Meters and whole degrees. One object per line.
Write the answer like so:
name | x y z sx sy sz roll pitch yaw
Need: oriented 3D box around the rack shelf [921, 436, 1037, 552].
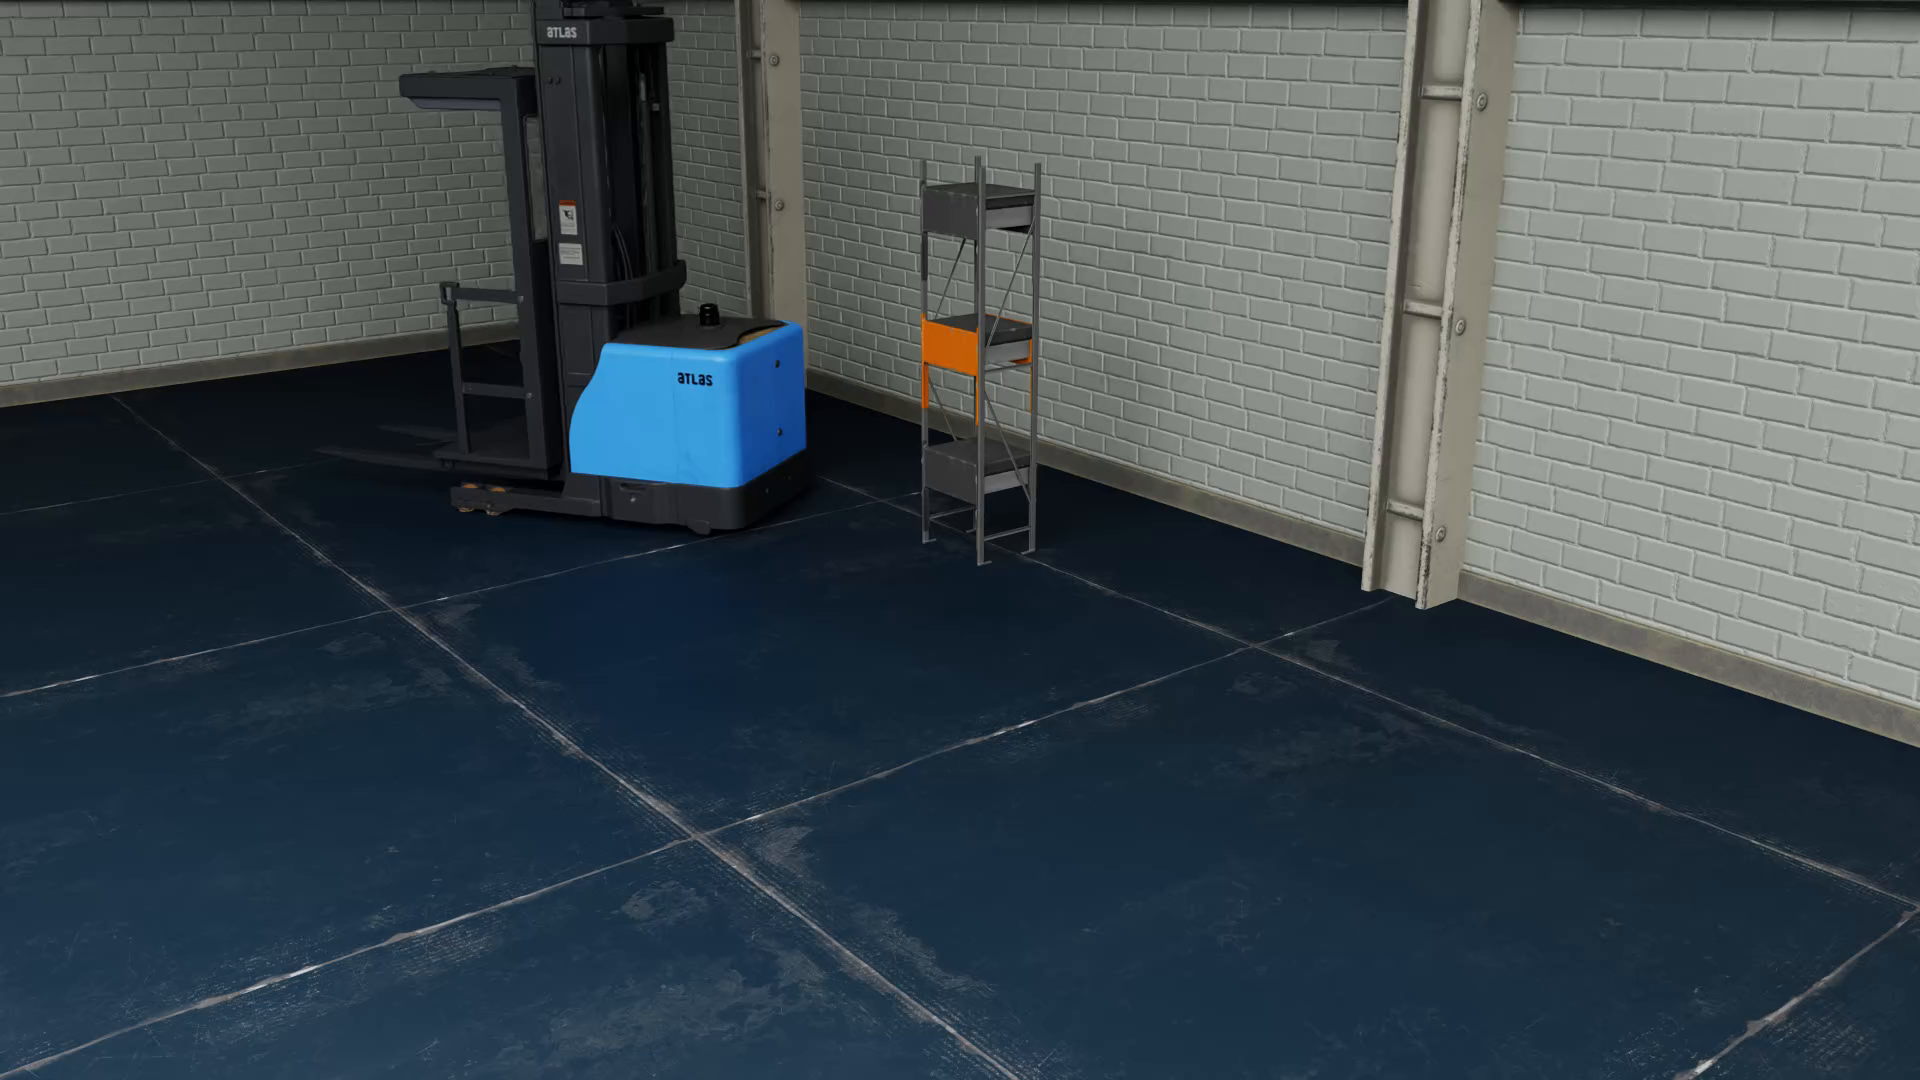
rack shelf | 0.103 -0.279 9.134 0.431 0.518 0.480 -14 23 -36

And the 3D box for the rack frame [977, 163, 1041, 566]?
rack frame | 0.254 -0.896 8.728 0.400 2.100 0.015 -14 23 -36

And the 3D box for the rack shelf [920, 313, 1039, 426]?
rack shelf | 0.103 -0.943 8.914 0.431 0.518 0.480 -14 23 -36

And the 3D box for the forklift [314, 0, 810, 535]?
forklift | -2.488 -1.683 9.782 3.031 2.935 1.130 6 19 18

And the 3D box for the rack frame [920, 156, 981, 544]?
rack frame | -0.049 -1.016 9.091 0.400 2.100 0.015 -14 23 -36

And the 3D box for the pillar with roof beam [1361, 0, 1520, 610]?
pillar with roof beam | -1.061 -3.161 4.594 9.100 9.000 0.400 -14 23 -36

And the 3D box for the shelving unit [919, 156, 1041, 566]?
shelving unit | 0.103 -0.956 8.909 0.431 2.100 0.503 -14 23 -36

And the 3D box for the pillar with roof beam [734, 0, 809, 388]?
pillar with roof beam | -4.786 -4.640 9.059 9.100 9.000 0.400 -14 23 -36

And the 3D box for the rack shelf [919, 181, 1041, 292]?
rack shelf | 0.103 -1.608 8.693 0.431 0.518 0.480 -14 23 -36
